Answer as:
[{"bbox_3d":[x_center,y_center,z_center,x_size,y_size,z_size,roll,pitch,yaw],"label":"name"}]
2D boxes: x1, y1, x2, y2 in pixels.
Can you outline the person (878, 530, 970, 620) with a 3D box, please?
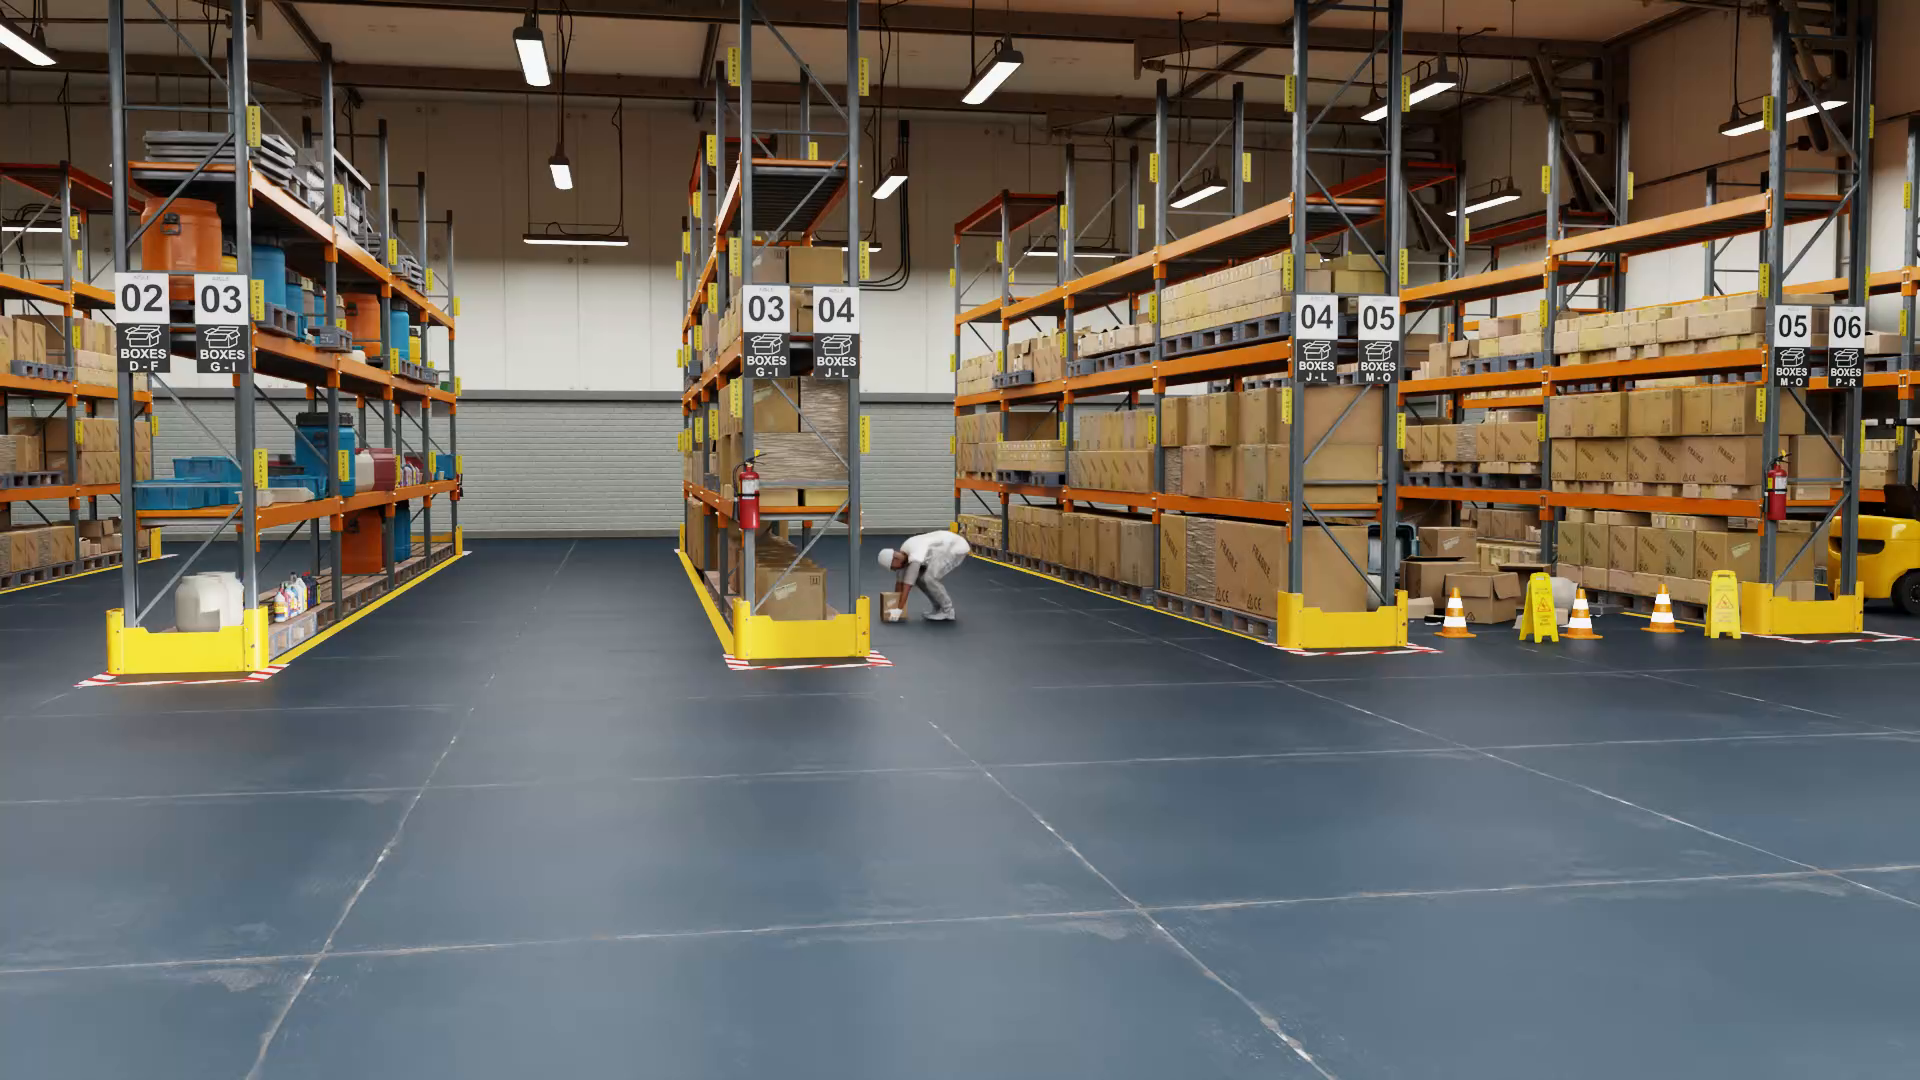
[{"bbox_3d":[-0.390,0.375,17.682,0.981,0.945,0.526,-1,3,-14],"label":"person"}]
